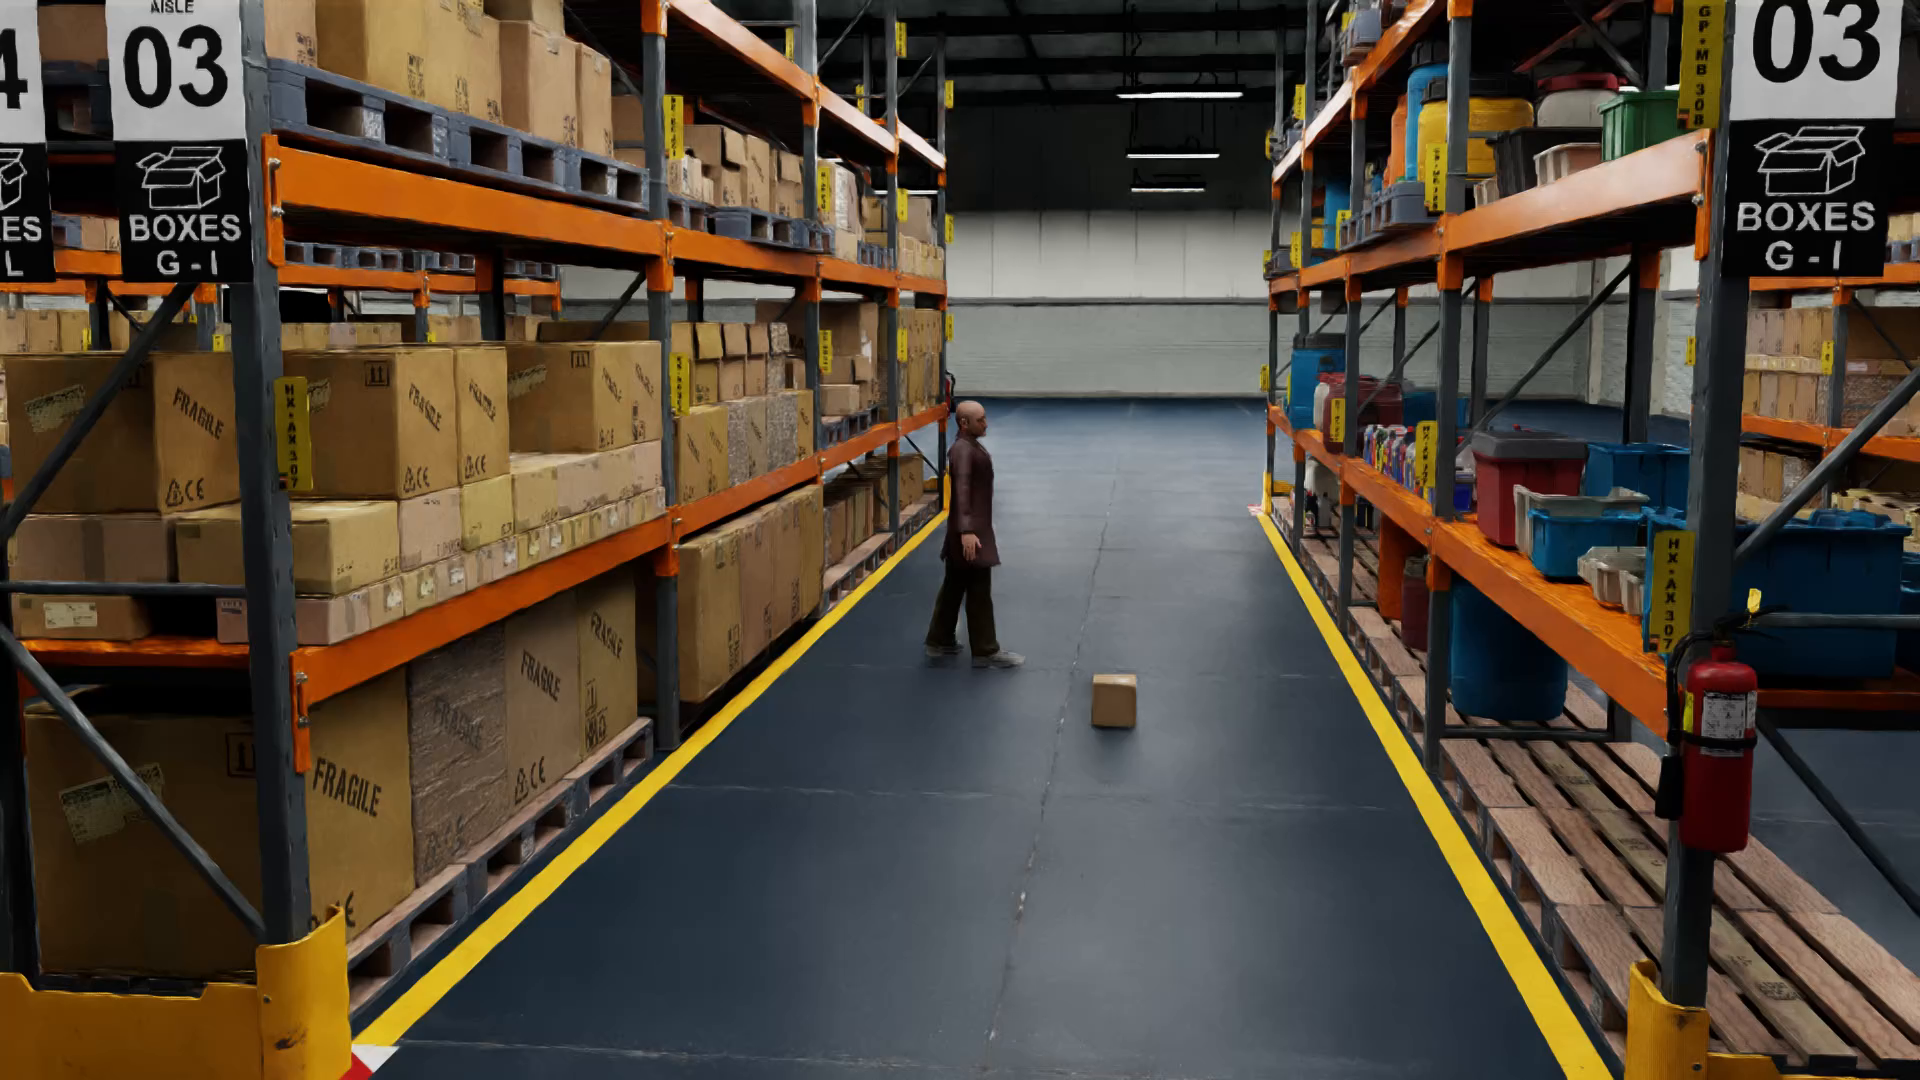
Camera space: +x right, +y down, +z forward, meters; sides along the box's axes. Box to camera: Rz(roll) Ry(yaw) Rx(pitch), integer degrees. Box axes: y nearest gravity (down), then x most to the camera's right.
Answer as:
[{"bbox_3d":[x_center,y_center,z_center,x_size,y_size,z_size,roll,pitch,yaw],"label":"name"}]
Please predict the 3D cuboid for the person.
[{"bbox_3d":[0.098,-0.045,11.119,0.674,1.775,0.779,0,7,0],"label":"person"}]
